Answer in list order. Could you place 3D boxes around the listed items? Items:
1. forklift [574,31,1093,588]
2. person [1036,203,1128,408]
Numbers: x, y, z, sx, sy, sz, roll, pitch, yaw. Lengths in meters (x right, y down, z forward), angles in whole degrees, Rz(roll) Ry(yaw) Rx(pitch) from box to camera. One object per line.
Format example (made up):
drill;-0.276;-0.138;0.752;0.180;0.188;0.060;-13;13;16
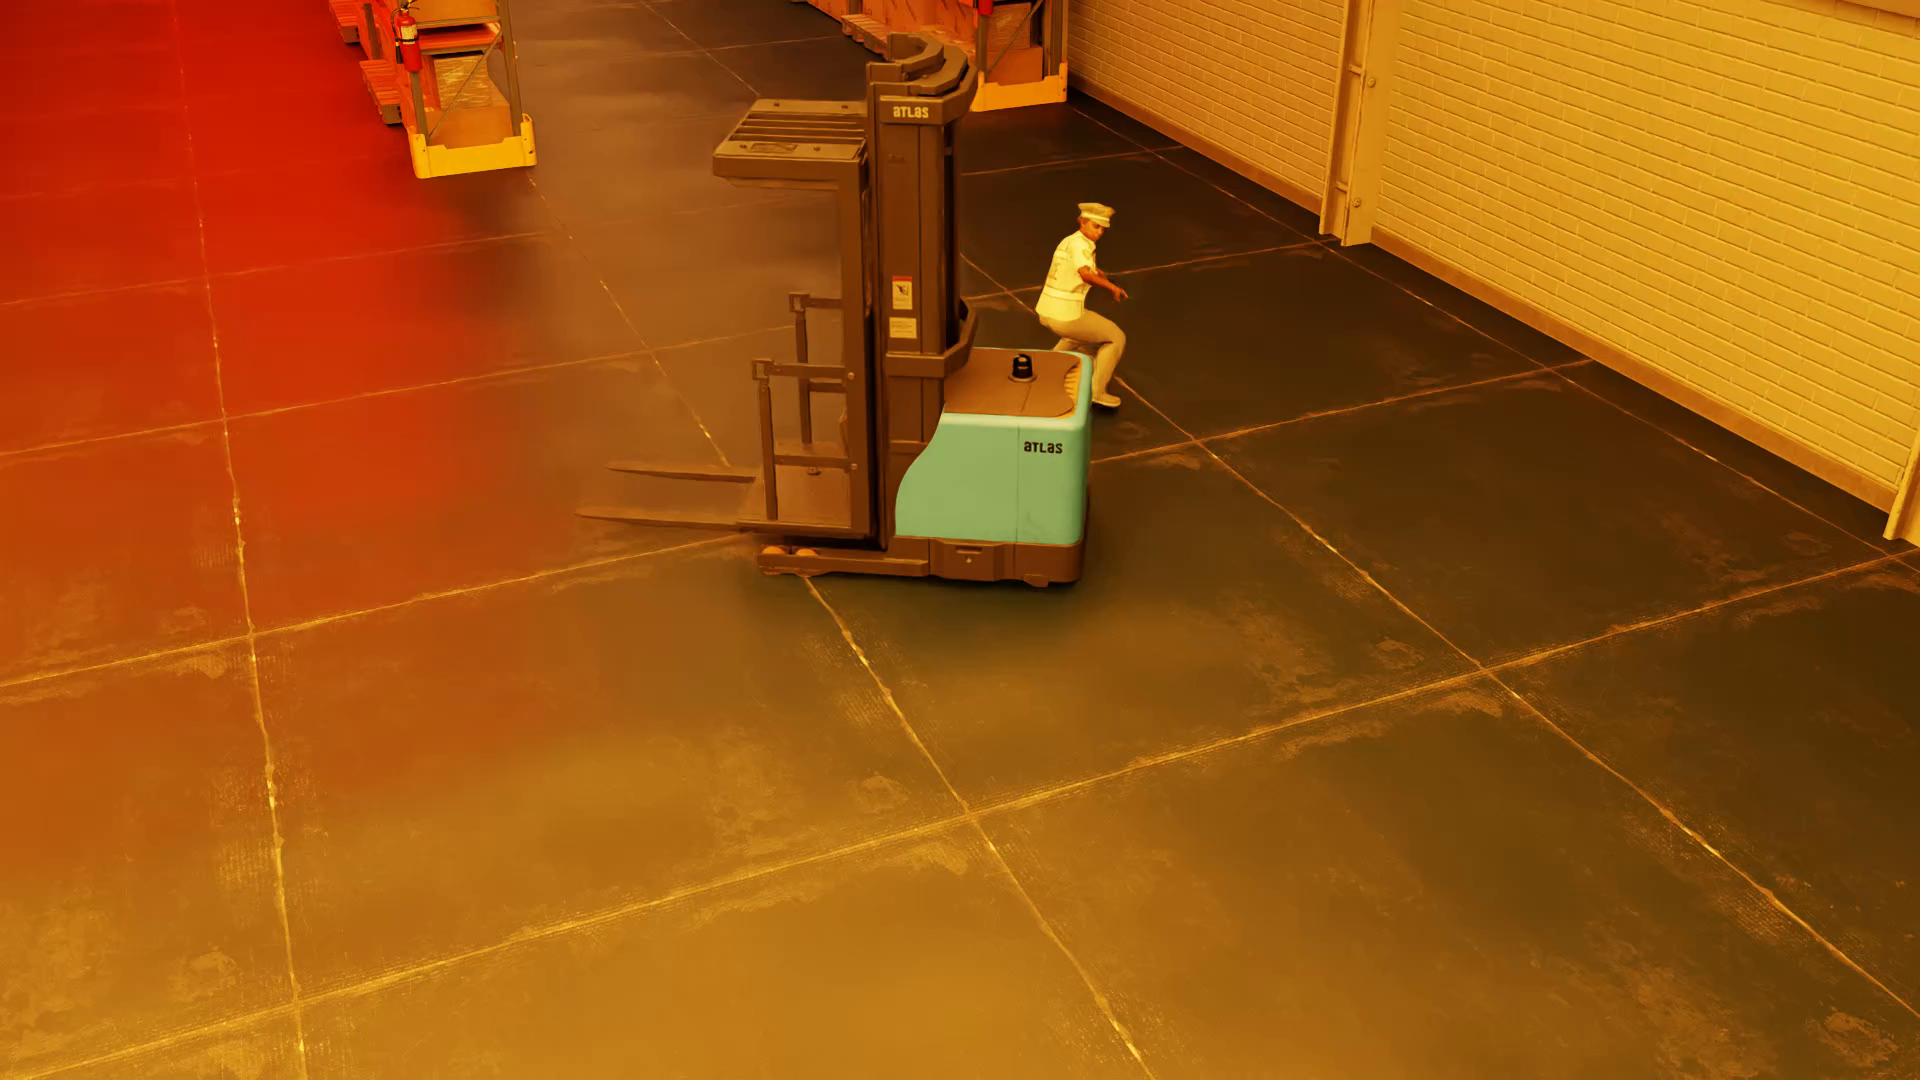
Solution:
forklift;-0.756;-1.308;9.408;3.031;2.935;1.130;3;30;6
person;0.902;-1.642;11.568;0.811;1.452;0.793;-9;31;-15
